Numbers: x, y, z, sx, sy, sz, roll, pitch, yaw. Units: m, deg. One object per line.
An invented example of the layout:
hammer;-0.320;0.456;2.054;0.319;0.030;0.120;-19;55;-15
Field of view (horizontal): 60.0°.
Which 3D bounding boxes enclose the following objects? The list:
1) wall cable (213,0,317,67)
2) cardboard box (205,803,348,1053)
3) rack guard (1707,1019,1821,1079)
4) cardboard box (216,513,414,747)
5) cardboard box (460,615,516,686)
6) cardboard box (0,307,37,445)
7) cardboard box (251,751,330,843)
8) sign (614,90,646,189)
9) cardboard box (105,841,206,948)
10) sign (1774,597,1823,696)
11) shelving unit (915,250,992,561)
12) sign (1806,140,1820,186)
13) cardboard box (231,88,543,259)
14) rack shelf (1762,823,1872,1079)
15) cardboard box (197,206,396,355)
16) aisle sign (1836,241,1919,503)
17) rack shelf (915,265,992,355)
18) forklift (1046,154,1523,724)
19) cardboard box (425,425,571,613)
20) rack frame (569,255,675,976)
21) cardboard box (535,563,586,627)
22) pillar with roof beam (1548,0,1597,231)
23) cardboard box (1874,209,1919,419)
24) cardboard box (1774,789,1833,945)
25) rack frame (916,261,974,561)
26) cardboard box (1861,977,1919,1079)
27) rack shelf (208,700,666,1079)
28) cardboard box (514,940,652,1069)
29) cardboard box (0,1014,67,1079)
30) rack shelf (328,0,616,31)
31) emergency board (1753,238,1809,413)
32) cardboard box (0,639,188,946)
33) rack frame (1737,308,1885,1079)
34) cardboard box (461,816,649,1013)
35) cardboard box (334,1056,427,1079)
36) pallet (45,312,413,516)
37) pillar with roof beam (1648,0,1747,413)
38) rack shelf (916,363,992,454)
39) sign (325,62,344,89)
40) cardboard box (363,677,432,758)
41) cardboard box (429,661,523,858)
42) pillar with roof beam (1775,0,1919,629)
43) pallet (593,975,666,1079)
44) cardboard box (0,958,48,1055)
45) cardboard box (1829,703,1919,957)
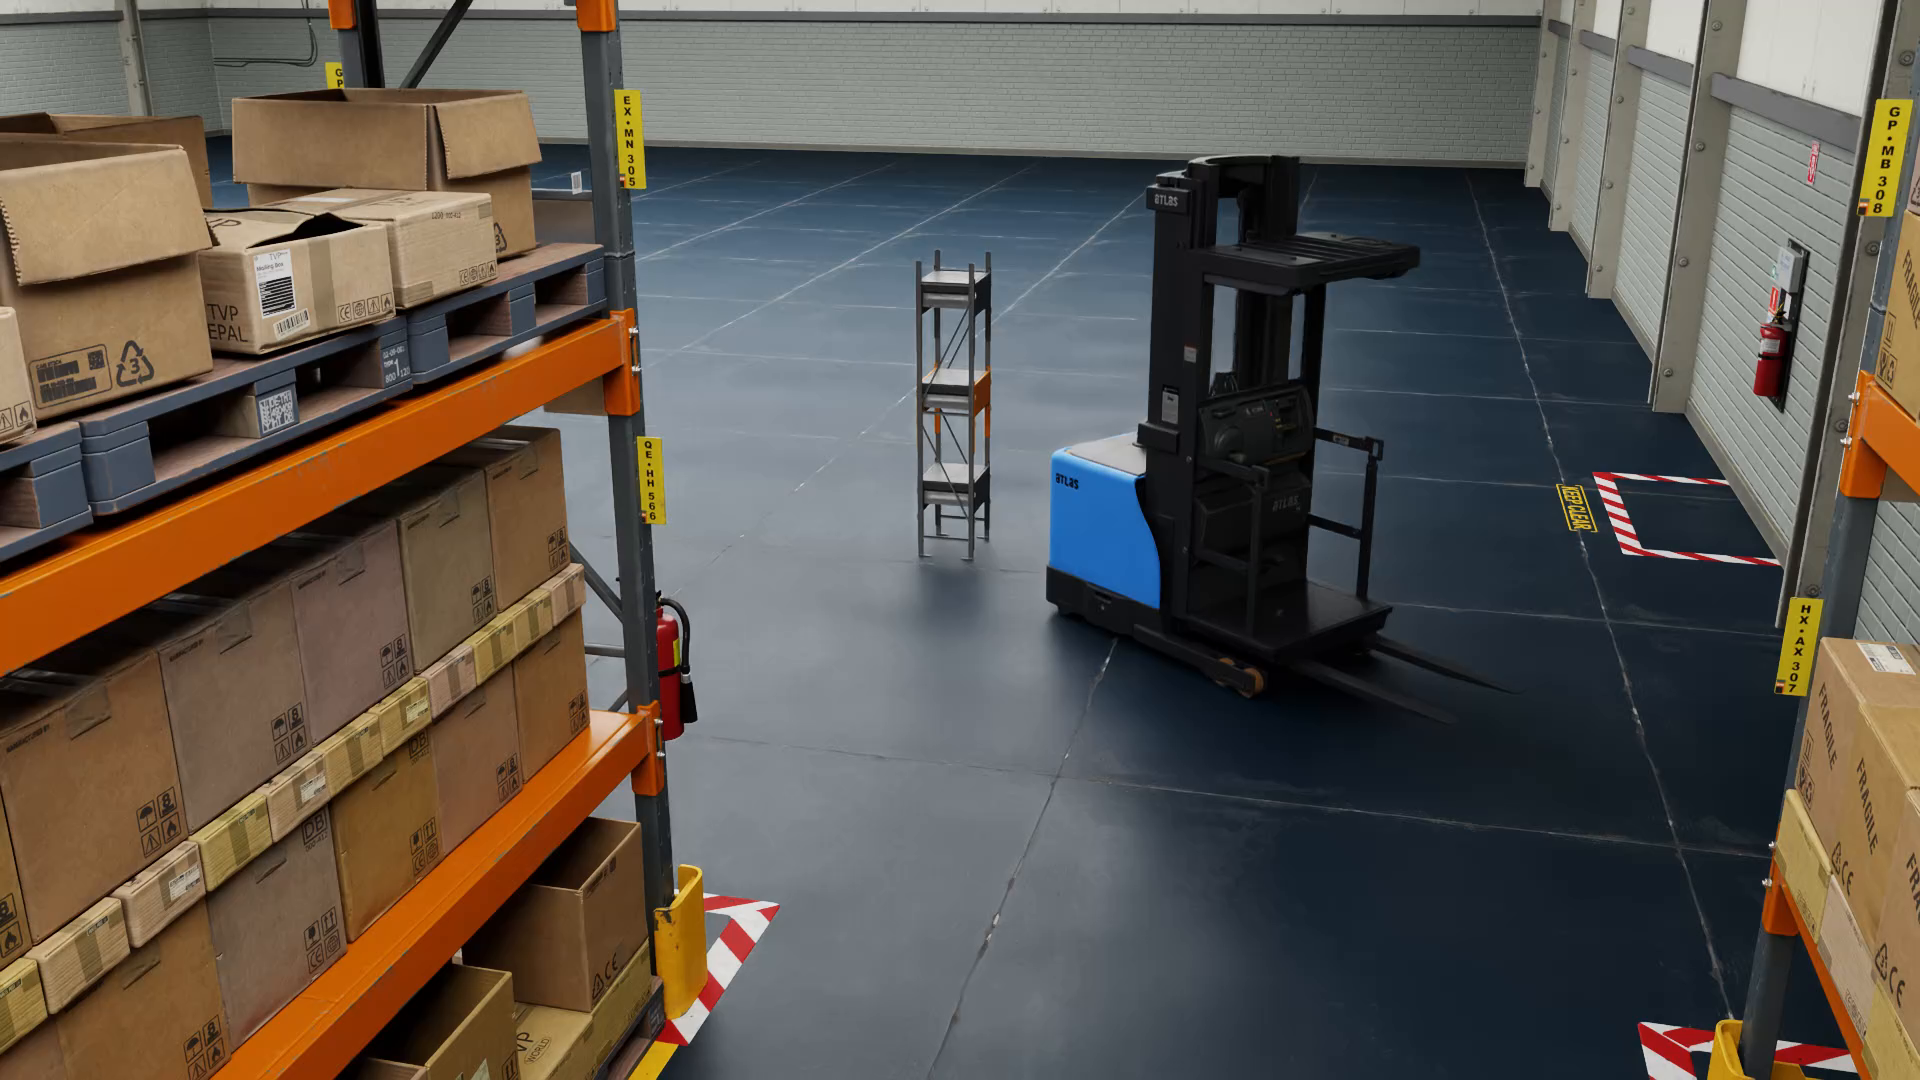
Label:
wall cable;-17.382;-13.002;41.136;3.097;2.526;0.112;5;19;13
cardboard box;-2.143;0.983;4.516;0.700;0.500;0.500;5;20;15
rack guard;3.145;1.996;5.571;1.175;0.500;0.348;5;19;13
cardboard box;-2.026;0.223;4.732;0.700;0.500;0.500;5;19;14
cardboard box;-1.675;0.342;5.388;0.380;0.149;0.250;4;19;13
cardboard box;-2.108;-0.296;3.044;0.500;0.311;0.500;4;19;10
cardboard box;-1.926;0.666;4.439;0.380;0.149;0.250;4;19;13
sign;-1.118;-1.355;5.625;0.100;0.325;0.005;5;19;13
cardboard box;-2.054;0.825;3.972;0.380;0.149;0.250;4;19;12
sign;2.637;0.337;5.222;0.100;0.325;0.005;5;19;13
shelving unit;-0.040;-0.942;11.696;0.431;2.100;0.503;5;19;13
sign;6.037;-2.667;11.769;0.001;0.298;0.199;5;19;13
cardboard box;-1.785;-1.154;5.260;0.797;0.503;0.637;6;20;17
rack shelf;2.675;1.756;3.518;1.077;0.370;4.000;5;19;13
cardboard box;-1.802;-0.687;4.190;0.500;0.311;0.500;7;20;20
aisle sign;2.890;-0.487;4.952;0.394;0.787;0.004;5;19;13
rack shelf;-0.040;-1.591;11.474;0.431;0.518;0.480;5;19;13
forklift;1.875;-0.666;9.603;1.130;2.935;3.031;-15;24;-36
cardboard box;-1.780;-0.100;5.679;0.700;0.500;0.500;5;19;14
rack frame;-1.641;0.399;6.379;1.000;3.000;0.127;5;19;13
cardboard box;-1.550;0.180;5.863;0.380;0.149;0.250;4;19;12
pillar with roof beam;5.521;-9.624;26.443;9.100;9.000;0.400;5;19;13
cardboard box;2.839;-0.602;4.483;0.500;0.500;0.500;5;20;15
cardboard box;2.736;0.978;4.883;0.500;0.250;0.500;4;19;12
rack frame;-0.100;-0.865;11.472;0.400;2.100;0.015;5;19;13
cardboard box;2.493;1.302;3.937;0.500;0.250;0.500;4;19;13
rack shelf;-2.130;1.366;4.660;1.077;0.370;4.000;5;19;13
cardboard box;-1.485;1.693;6.195;0.500;0.250;0.500;5;19;13
cardboard box;-2.393;1.300;3.586;0.700;0.500;0.500;4;19;13
rack shelf;-2.130;-1.283;3.754;1.077;0.370;4.000;5;19;13
emergency board;5.938;-1.575;12.159;0.194;1.169;0.643;5;19;13
cardboard box;-2.271;0.537;3.814;0.700;0.500;0.500;5;19;13
rack frame;3.164;0.789;5.237;1.000;3.000;0.127;5;19;13
cardboard box;-1.483;1.338;6.073;0.500;0.500;0.500;5;19;13
cardboard box;-1.837;1.809;4.693;0.500;0.500;0.500;5;19;13
pallet;-2.135;-0.375;4.142;1.003;0.211;1.213;5;19;13
pillar with roof beam;2.589;-5.863;15.432;9.100;9.000;0.400;5;19;13
rack shelf;-0.040;-0.929;11.701;0.431;0.518;0.480;5;19;13
sign;-2.178;-1.517;5.873;0.100;0.325;0.005;5;19;13
cardboard box;-1.802;0.503;4.916;0.380;0.149;0.250;5;20;15
cardboard box;-1.891;0.662;5.454;0.700;0.500;0.500;5;20;15
pillar with roof beam;1.123;-3.983;9.926;9.100;9.000;0.400;5;19;13
pallet;-1.787;1.962;6.118;1.003;0.211;1.213;5;19;13
cardboard box;-2.179;0.988;3.497;0.380;0.149;0.250;4;19;13
cardboard box;2.625;0.776;4.317;0.500;0.500;0.500;5;19;14
